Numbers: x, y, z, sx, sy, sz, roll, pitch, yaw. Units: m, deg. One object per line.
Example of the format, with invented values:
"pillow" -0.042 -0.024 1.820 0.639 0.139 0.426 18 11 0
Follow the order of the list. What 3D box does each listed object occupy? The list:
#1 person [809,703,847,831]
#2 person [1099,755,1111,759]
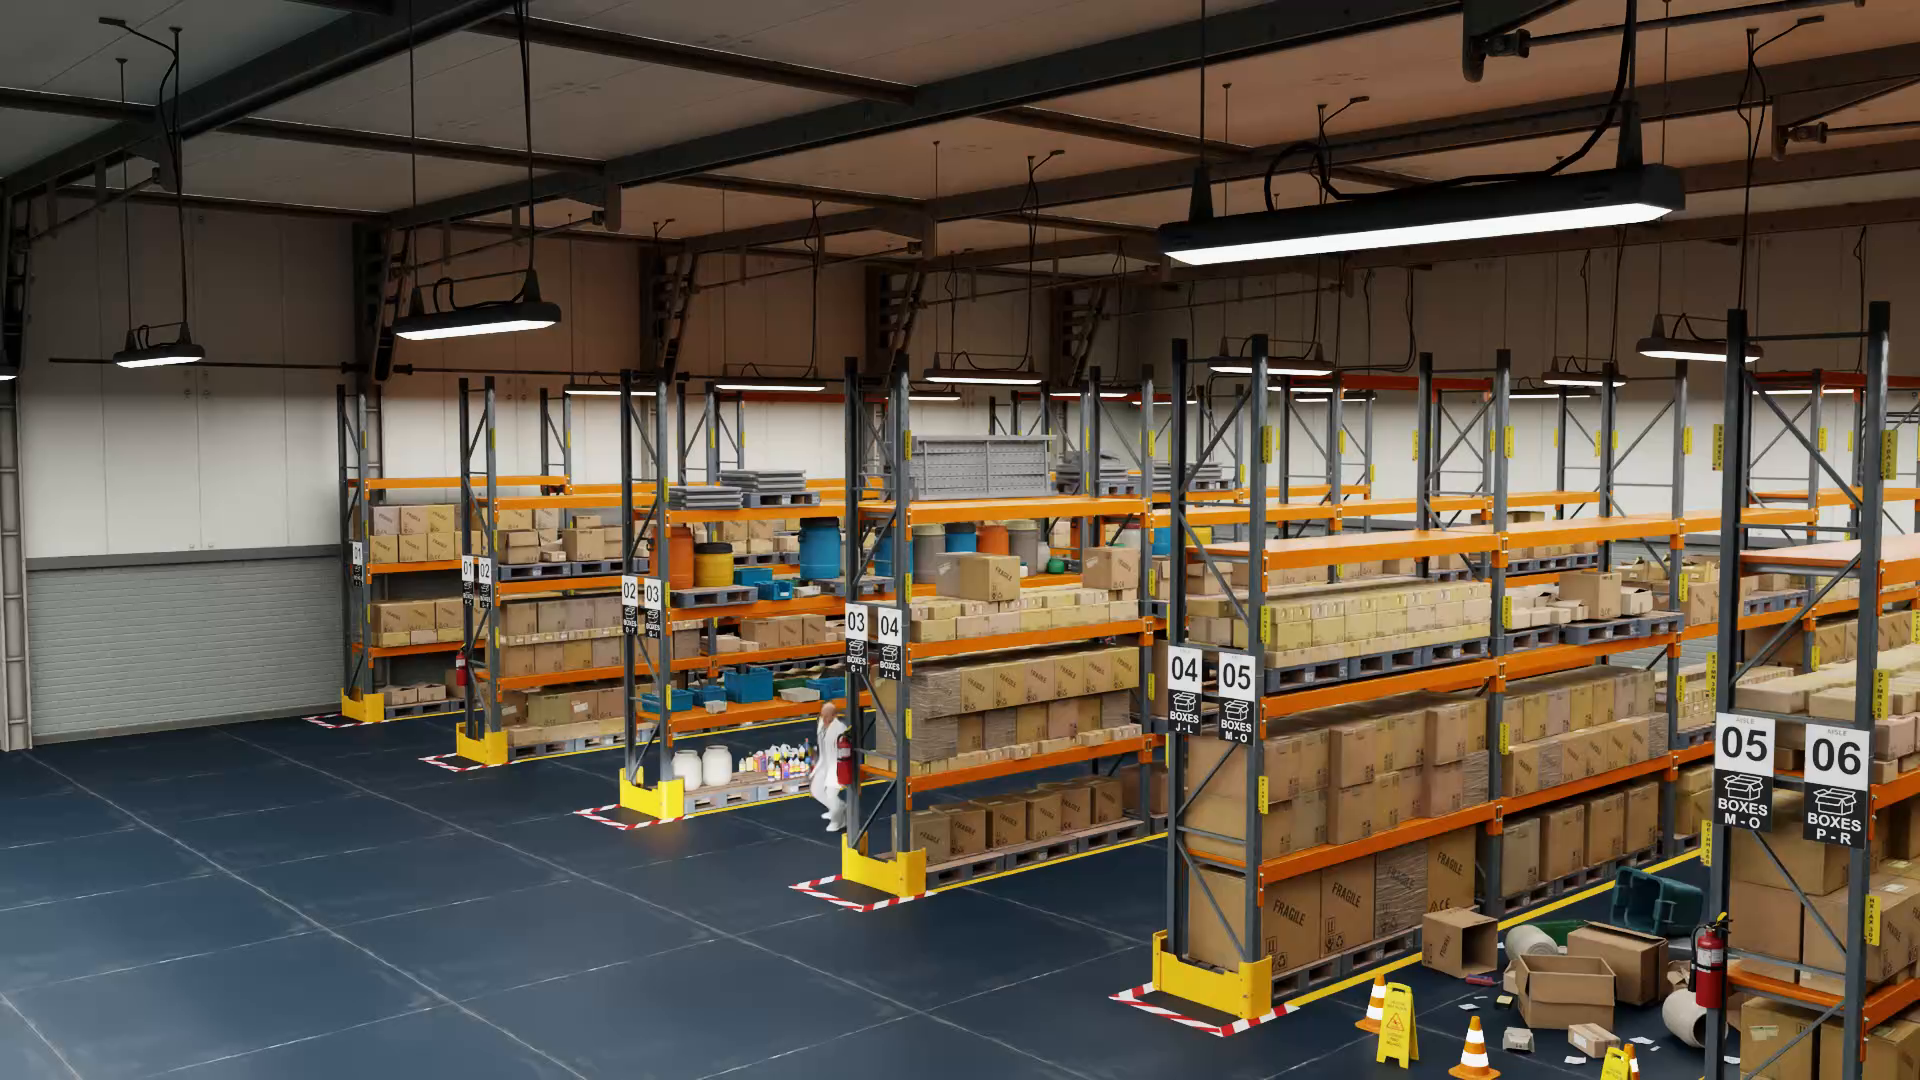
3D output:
"person" -1.593 2.897 21.394 0.653 1.696 0.828 -4 5 -44
"person" 2.477 2.615 26.201 1.098 1.609 0.685 -3 5 -40
